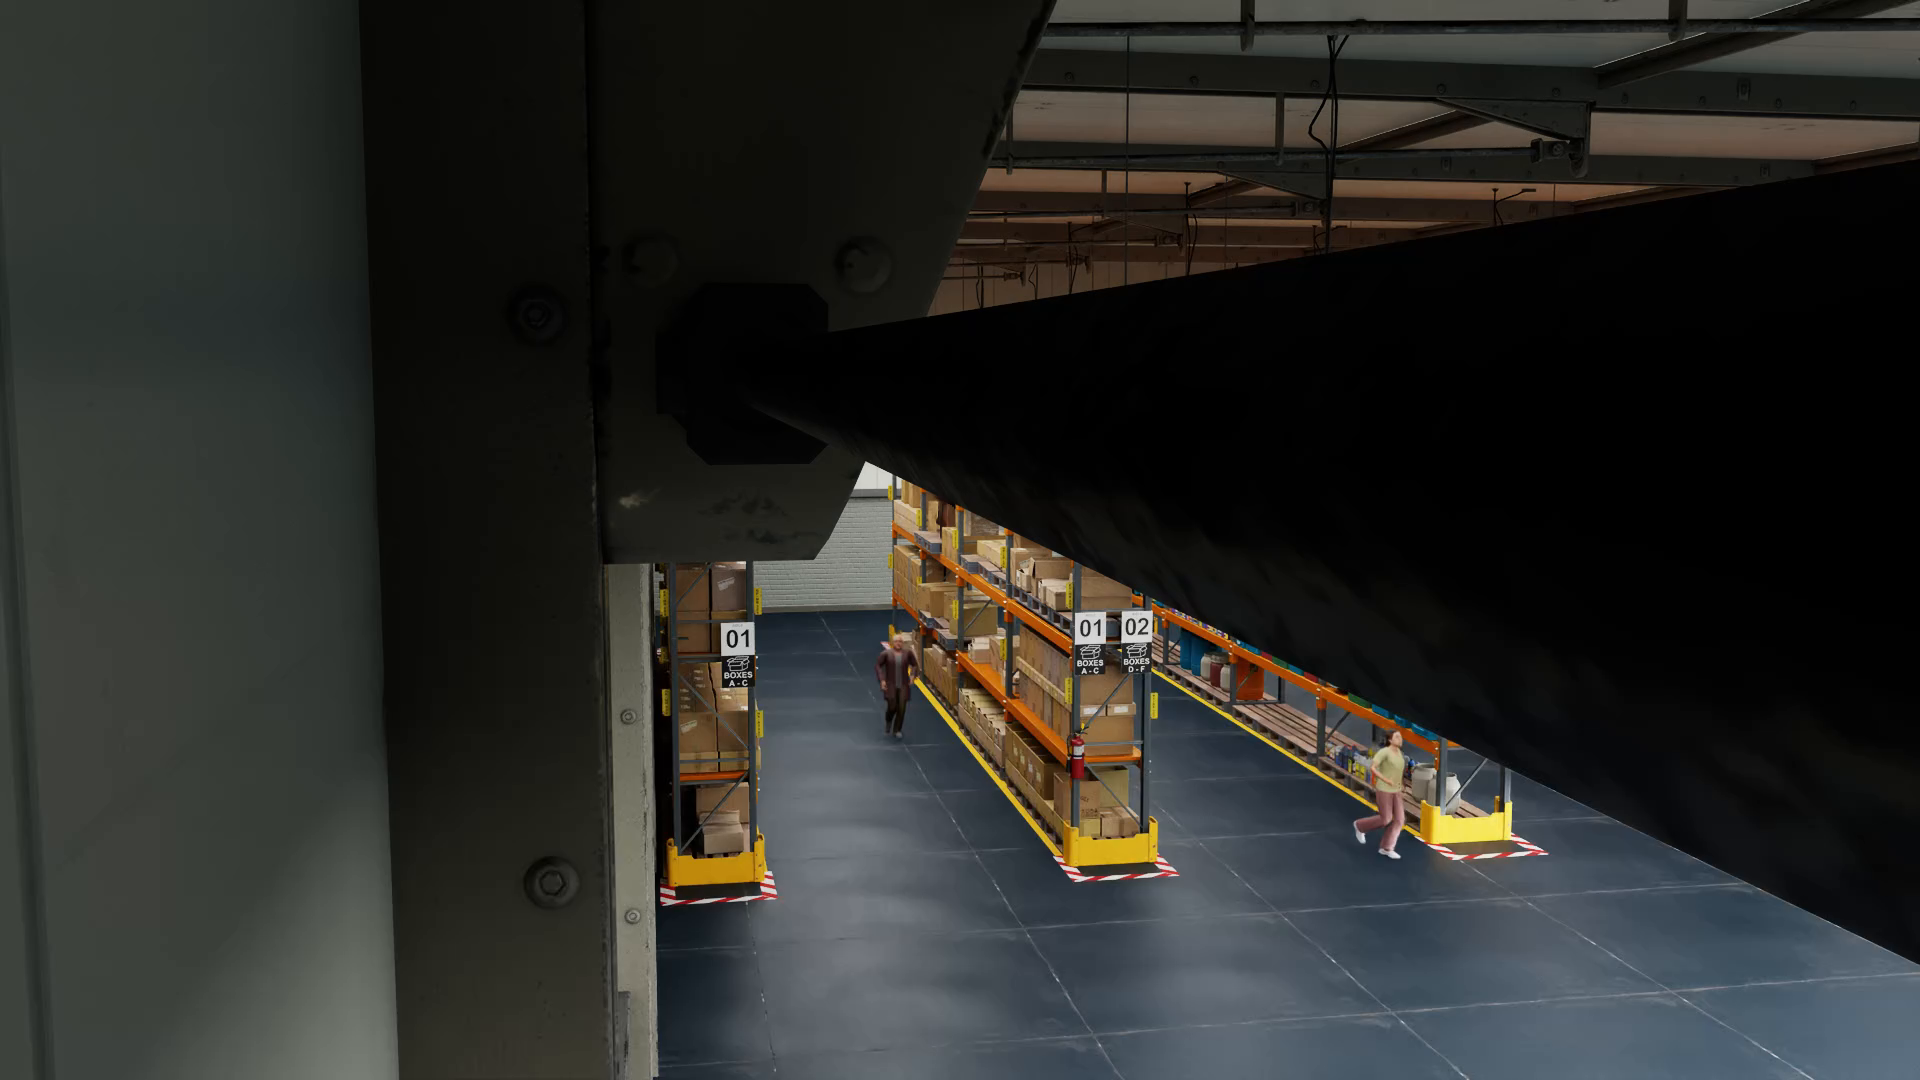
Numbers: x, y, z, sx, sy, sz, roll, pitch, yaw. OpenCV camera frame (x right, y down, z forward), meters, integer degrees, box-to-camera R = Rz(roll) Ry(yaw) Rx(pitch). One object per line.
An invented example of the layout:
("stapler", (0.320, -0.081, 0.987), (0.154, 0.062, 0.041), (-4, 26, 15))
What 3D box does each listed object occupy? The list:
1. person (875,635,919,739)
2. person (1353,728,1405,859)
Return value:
("person", (-1.045, 2.552, 27.930), (0.720, 1.546, 0.633), (-1, 6, -12))
("person", (5.481, 3.221, 21.430), (0.590, 1.641, 0.697), (-5, 8, -37))
